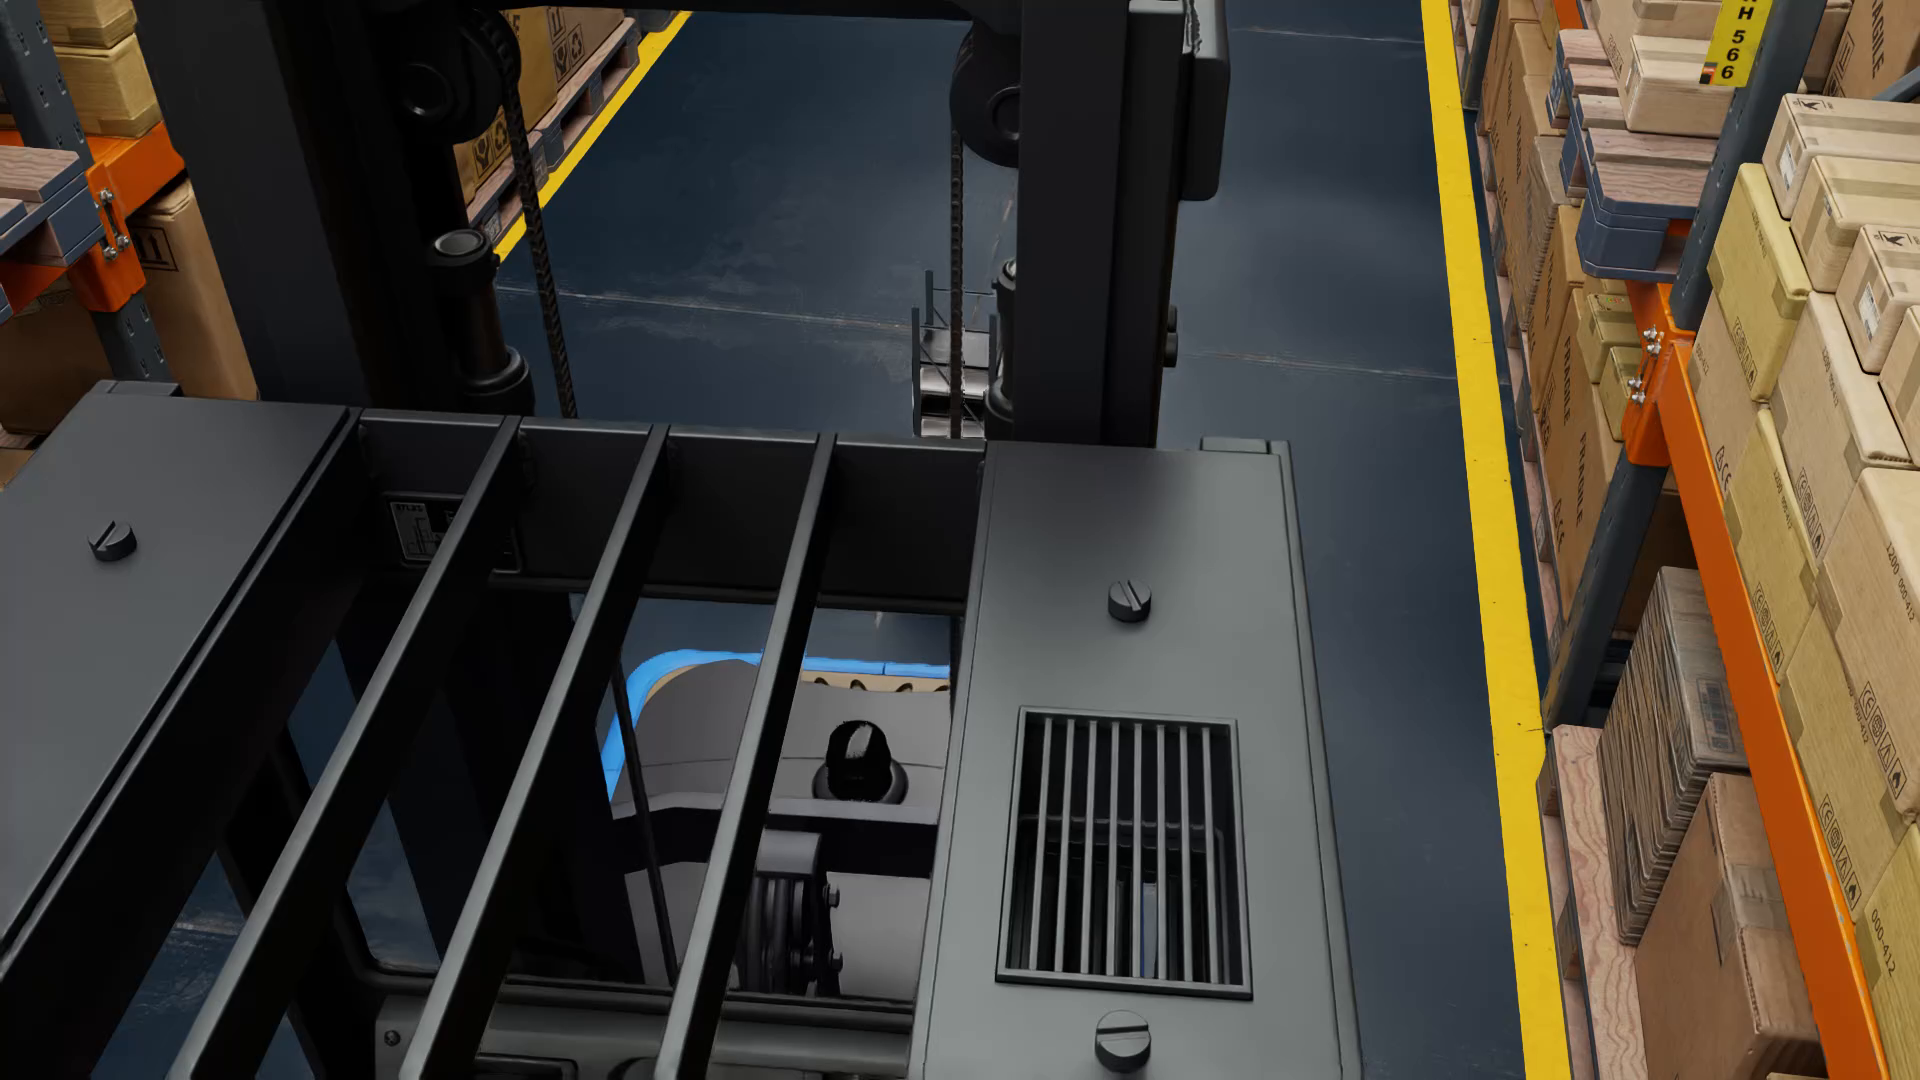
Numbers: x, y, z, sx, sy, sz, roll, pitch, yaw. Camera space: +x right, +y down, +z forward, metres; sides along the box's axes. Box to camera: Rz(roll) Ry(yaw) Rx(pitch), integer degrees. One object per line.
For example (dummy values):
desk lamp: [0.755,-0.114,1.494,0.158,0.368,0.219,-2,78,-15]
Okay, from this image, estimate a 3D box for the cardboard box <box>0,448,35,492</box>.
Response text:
cardboard box: [-2.880,0.062,4.553,0.950,0.372,0.625,4,40,5]

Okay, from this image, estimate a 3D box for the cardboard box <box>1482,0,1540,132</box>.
cardboard box: [2.504,-2.027,6.980,0.500,0.500,0.500,8,40,10]

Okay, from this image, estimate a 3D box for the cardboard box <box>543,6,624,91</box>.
cardboard box: [-2.109,-2.597,7.375,0.875,0.875,0.875,8,40,9]

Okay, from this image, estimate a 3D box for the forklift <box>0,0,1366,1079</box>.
forklift: [-0.277,0.868,1.900,1.130,2.935,3.031,3,40,4]

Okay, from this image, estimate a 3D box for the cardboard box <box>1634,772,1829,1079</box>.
cardboard box: [1.890,0.957,3.272,0.875,0.625,0.625,8,40,9]

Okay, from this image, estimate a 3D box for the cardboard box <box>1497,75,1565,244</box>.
cardboard box: [2.331,-1.379,6.196,0.500,0.500,0.500,5,40,6]

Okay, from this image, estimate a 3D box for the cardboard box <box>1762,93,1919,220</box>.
cardboard box: [1.772,-0.718,3.177,0.380,0.149,0.250,8,40,9]

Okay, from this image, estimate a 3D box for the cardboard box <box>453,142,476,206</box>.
cardboard box: [-2.413,-1.469,6.010,0.875,0.875,0.875,7,40,8]

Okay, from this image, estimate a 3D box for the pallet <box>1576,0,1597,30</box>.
pallet: [2.449,-1.744,5.156,1.003,0.211,1.213,6,40,8]

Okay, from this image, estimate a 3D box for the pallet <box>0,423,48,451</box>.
pallet: [-2.562,-0.554,5.754,1.003,0.211,1.213,6,40,8]

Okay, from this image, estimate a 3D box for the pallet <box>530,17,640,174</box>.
pallet: [-2.140,-2.085,7.606,1.003,0.211,1.213,6,40,8]

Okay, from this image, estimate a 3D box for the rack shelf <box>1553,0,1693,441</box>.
rack shelf: [2.463,-1.575,5.365,1.077,0.370,4.000,6,40,8]

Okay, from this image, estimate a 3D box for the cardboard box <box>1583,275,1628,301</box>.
cardboard box: [2.059,-0.718,4.888,0.380,0.149,0.250,5,40,6]

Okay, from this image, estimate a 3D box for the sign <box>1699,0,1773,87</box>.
sign: [1.581,-1.067,3.339,0.100,0.325,0.005,6,40,8]

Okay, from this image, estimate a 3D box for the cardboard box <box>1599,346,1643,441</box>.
cardboard box: [1.953,-0.383,4.483,0.380,0.149,0.250,5,40,5]

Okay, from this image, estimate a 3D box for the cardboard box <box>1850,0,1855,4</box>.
cardboard box: [2.217,-1.843,4.715,0.797,0.503,0.637,6,40,7]

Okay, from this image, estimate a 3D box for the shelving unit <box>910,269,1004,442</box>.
shelving unit: [0.001,-0.352,4.969,0.258,0.900,0.210,6,40,8]

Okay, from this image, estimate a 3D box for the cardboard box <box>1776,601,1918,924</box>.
cardboard box: [1.625,0.352,2.588,0.500,0.250,0.500,5,40,6]

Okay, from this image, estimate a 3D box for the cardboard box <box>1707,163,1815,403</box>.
cardboard box: [1.775,-0.483,3.206,0.500,0.250,0.500,6,40,8]

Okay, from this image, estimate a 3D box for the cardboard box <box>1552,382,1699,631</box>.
cardboard box: [1.978,-0.084,4.630,0.500,0.500,0.500,7,40,9]

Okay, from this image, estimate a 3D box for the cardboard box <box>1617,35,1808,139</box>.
cardboard box: [1.853,-1.116,4.114,0.380,0.149,0.250,7,40,8]

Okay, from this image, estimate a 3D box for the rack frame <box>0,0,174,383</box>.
rack frame: [-2.772,-1.142,4.277,1.000,3.000,0.127,6,40,8]

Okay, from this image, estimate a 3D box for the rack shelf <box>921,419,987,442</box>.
rack shelf: [0.001,-0.326,4.991,0.258,0.077,0.200,6,40,8]

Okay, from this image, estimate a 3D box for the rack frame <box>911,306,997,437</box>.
rack frame: [-0.016,-0.288,4.892,0.240,0.900,0.006,6,40,8]

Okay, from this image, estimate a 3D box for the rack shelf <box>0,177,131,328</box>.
rack shelf: [-3.119,0.391,2.988,1.077,0.370,4.000,6,40,8]

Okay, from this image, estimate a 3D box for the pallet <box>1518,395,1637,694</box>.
pallet: [2.283,0.013,5.068,1.003,0.211,1.213,6,40,8]

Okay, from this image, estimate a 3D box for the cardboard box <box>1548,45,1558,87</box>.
cardboard box: [2.366,-1.689,6.062,0.380,0.149,0.250,6,40,8]

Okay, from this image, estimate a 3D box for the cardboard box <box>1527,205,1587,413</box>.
cardboard box: [2.163,-0.726,5.406,0.500,0.500,0.500,8,40,10]

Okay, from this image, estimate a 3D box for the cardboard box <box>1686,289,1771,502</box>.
cardboard box: [1.800,-0.288,3.361,0.500,0.250,0.500,7,40,8]

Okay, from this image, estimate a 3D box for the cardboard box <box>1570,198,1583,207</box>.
cardboard box: [2.210,-1.212,5.485,0.380,0.149,0.250,5,40,6]

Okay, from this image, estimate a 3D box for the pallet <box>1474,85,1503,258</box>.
pallet: [2.706,-1.518,6.920,1.003,0.211,1.213,6,40,8]

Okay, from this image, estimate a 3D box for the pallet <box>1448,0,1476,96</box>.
pallet: [2.929,-2.463,8.064,1.003,0.211,1.213,6,40,8]

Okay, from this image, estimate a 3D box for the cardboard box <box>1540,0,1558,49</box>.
cardboard box: [2.480,-2.015,6.457,0.380,0.149,0.250,4,40,5]

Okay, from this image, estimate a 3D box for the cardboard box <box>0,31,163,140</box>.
cardboard box: [-2.440,-1.363,4.663,0.500,0.250,0.500,6,40,7]

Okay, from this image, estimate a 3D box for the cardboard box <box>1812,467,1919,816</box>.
cardboard box: [1.603,0.160,2.427,0.500,0.250,0.500,5,40,7]

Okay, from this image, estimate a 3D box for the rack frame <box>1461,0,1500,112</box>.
rack frame: [2.809,-3.107,6.654,1.000,3.000,0.127,6,40,8]

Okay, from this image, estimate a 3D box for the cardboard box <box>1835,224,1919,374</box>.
cardboard box: [1.708,-0.386,2.775,0.380,0.149,0.250,7,40,9]

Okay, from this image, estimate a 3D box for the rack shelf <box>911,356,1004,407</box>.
rack shelf: [0.001,-0.465,4.876,0.258,0.077,0.200,6,40,8]
